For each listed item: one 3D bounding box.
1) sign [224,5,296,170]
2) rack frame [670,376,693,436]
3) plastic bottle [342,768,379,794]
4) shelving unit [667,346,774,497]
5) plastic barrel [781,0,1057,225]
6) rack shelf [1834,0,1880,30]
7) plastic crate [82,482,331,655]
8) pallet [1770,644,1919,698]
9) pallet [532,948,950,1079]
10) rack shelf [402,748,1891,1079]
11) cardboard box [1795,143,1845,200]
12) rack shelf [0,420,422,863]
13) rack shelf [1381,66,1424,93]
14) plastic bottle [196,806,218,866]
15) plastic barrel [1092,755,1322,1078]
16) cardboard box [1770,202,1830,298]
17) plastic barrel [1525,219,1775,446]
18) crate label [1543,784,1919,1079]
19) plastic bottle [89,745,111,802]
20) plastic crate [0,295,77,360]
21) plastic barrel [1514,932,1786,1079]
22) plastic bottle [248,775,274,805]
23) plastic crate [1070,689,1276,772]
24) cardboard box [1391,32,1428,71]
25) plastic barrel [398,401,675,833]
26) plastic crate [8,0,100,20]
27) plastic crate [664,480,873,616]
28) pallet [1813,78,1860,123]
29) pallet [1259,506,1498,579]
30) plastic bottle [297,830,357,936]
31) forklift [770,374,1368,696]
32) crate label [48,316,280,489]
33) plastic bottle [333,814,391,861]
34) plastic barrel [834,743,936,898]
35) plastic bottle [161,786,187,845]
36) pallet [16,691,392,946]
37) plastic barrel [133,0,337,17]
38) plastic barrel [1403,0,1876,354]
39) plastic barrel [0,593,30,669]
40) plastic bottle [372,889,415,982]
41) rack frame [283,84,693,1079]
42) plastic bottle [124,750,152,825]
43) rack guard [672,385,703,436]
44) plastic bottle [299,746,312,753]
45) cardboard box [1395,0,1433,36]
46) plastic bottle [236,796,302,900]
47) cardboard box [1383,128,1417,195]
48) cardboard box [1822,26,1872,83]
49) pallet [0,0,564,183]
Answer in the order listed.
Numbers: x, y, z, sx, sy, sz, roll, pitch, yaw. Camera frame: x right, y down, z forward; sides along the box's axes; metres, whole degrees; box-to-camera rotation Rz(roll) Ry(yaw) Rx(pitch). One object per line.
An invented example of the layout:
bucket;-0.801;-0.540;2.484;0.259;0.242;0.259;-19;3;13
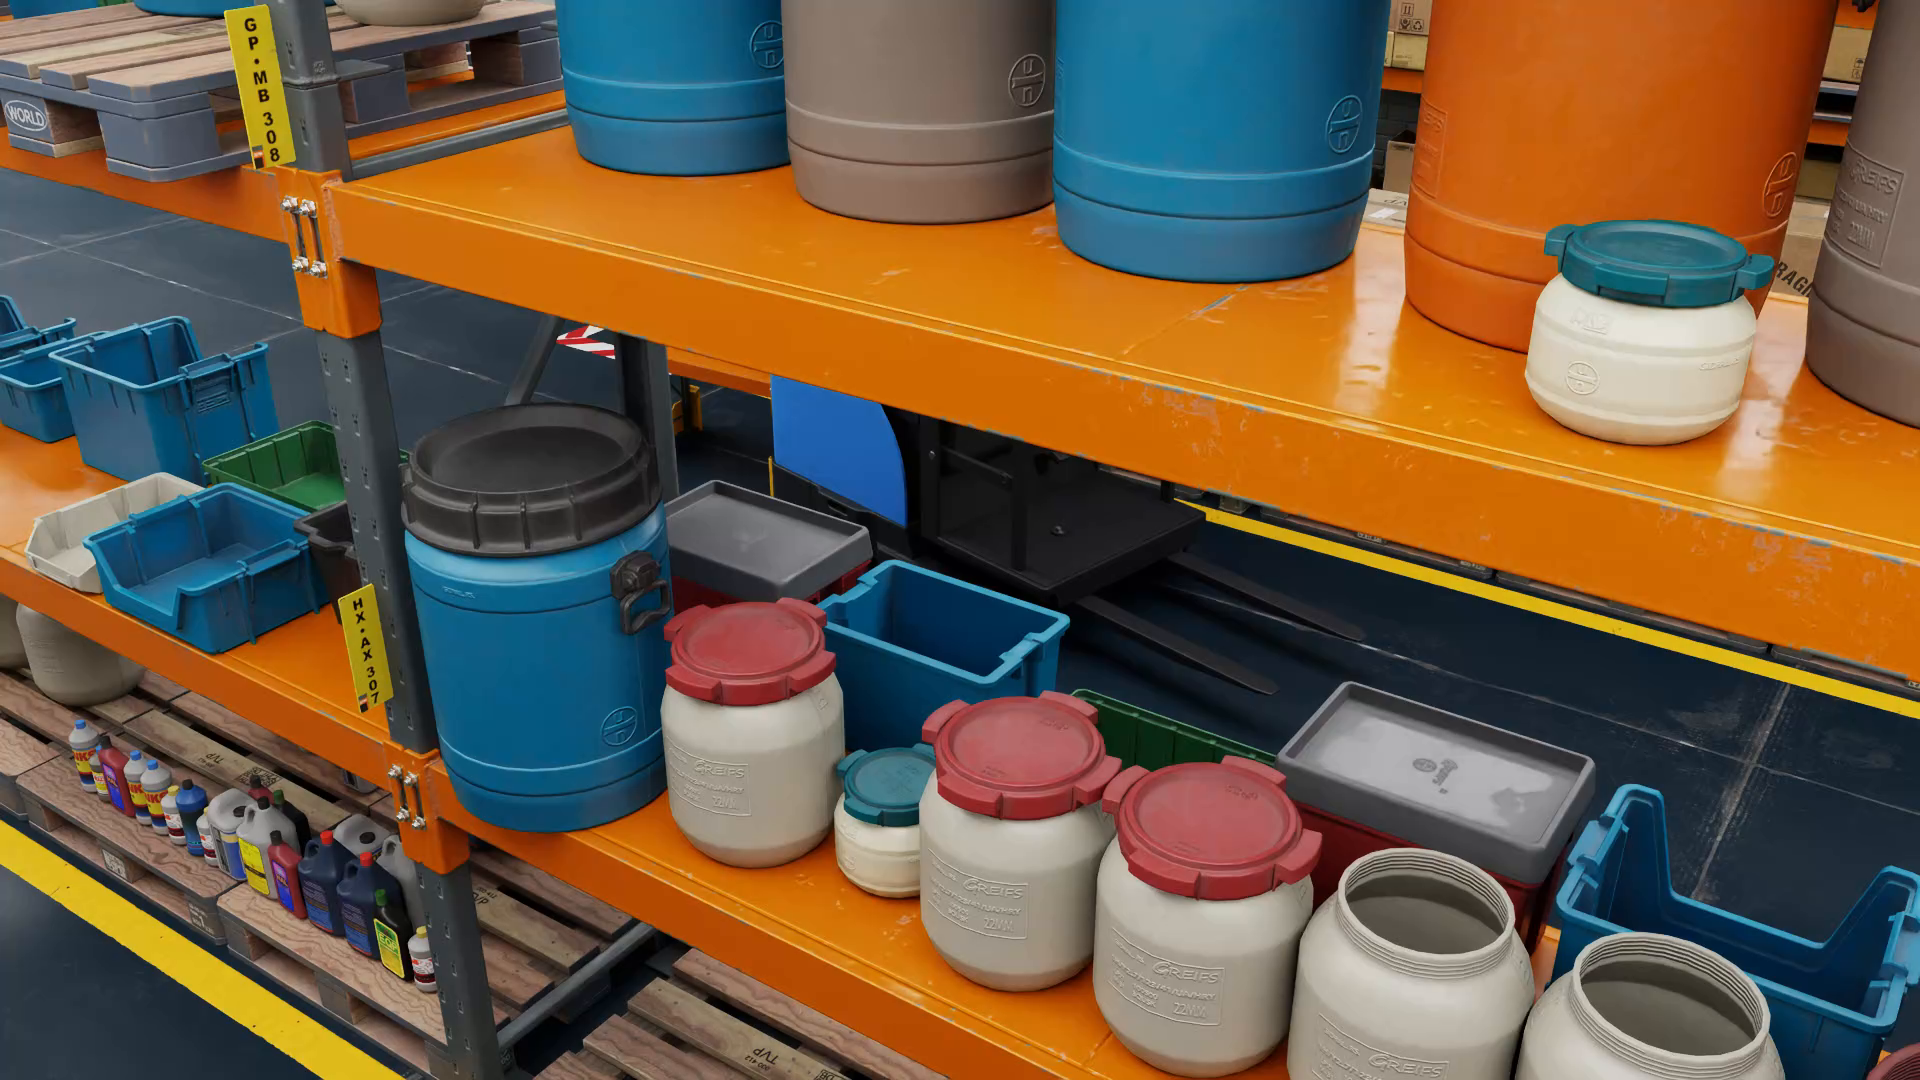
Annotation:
sign;-1.466;-0.948;3.488;0.005;0.325;0.100;17;32;30
rack frame;-1.667;-1.207;8.967;0.032;1.500;0.500;15;31;28
plastic bottle;-2.145;0.750;5.987;0.135;0.276;0.152;17;32;30
shelving unit;-1.225;-1.084;8.727;1.083;1.500;0.587;15;31;28
plastic barrel;-0.064;-1.152;3.347;0.600;0.901;0.600;0;27;0
rack shelf;3.311;-2.163;6.679;4.000;0.370;1.077;17;32;30
plastic crate;-2.211;0.074;4.961;0.616;0.251;0.499;17;32;30
pallet;4.303;0.383;7.264;1.213;0.211;1.003;17;32;30
pallet;-0.476;1.620;4.833;1.213;0.211;1.003;17;32;30
rack shelf;0.503;1.025;3.723;4.000;0.370;1.077;17;32;30
cardboard box;5.876;-2.503;11.305;0.500;0.250;0.500;16;31;29
rack shelf;-2.794;-0.003;5.741;4.000;0.370;1.077;17;32;30
rack shelf;2.815;-3.706;13.019;4.000;0.370;1.077;17;32;30
plastic bottle;-2.508;0.988;5.601;0.097;0.201;0.097;0;27;0
plastic barrel;0.481;0.757;3.305;0.433;0.535;0.433;0;27;0
cardboard box;3.567;-1.103;6.999;0.500;0.500;0.500;15;31;28
plastic barrel;0.971;-0.297;2.372;0.301;0.262;0.301;0;27;0
crate label;1.486;0.846;3.242;0.616;0.435;0.502;17;32;30
plastic bottle;-3.039;0.823;5.926;0.097;0.201;0.097;0;27;0
plastic crate;-3.860;-0.754;6.588;0.616;0.251;0.499;17;32;30
plastic barrel;1.183;0.983;2.887;0.421;0.512;0.421;0;27;0
plastic bottle;-2.336;0.932;5.621;0.133;0.283;0.061;17;32;30
plastic crate;0.450;0.627;3.945;0.662;0.188;0.450;17;32;30
cardboard box;3.496;-3.595;12.150;0.500;0.250;0.500;17;32;31
plastic barrel;-0.998;0.179;4.037;0.708;0.901;0.600;17;32;30
plastic crate;-2.700;-1.789;5.169;0.575;0.384;0.392;17;32;30
plastic crate;-0.573;0.172;4.535;0.583;0.464;0.402;17;32;30
pallet;6.106;-2.894;10.841;1.213;0.211;1.003;17;32;30
pallet;2.292;-0.243;8.495;1.213;0.211;1.003;17;32;30
plastic bottle;-1.997;1.068;5.280;0.185;0.351;0.144;16;31;28
forklift;0.430;-1.100;7.179;1.130;2.935;3.031;-23;35;-38
crate label;-2.772;-0.481;5.849;0.616;0.435;0.502;17;32;30
plastic bottle;-1.934;1.039;5.418;0.135;0.276;0.152;17;32;30
plastic barrel;-0.141;0.649;3.819;0.301;0.262;0.301;0;27;0
plastic bottle;-2.678;0.936;5.705;0.097;0.201;0.097;0;27;0
pallet;-2.685;0.932;6.186;1.213;0.211;1.003;17;32;30
plastic barrel;-1.905;-1.853;4.260;0.708;0.901;0.600;17;32;30
plastic barrel;1.059;-0.771;2.676;0.708;0.830;0.600;17;32;30
plastic barrel;-3.857;0.225;6.780;0.421;0.512;0.421;0;27;0
plastic bottle;-1.729;1.205;5.085;0.133;0.283;0.061;19;33;33
rack frame;-1.145;0.190;4.569;0.127;3.000;1.000;17;32;30
plastic bottle;-2.842;0.853;5.789;0.097;0.271;0.097;0;27;0
rack guard;-1.650;-0.645;9.242;0.087;0.250;0.587;15;31;28
plastic bottle;-2.429;0.684;6.199;0.097;0.201;0.097;0;27;0
cardboard box;3.484;-3.922;11.965;0.500;0.500;0.500;17;32;30
plastic bottle;-2.264;0.985;5.443;0.185;0.351;0.144;17;32;30
cardboard box;3.586;-2.847;12.808;0.500;0.500;0.500;15;30;27
cardboard box;5.881;-3.307;10.846;0.500;0.500;0.700;23;35;37
pallet;-1.795;-1.211;4.223;1.003;0.211;1.213;17;32;30
